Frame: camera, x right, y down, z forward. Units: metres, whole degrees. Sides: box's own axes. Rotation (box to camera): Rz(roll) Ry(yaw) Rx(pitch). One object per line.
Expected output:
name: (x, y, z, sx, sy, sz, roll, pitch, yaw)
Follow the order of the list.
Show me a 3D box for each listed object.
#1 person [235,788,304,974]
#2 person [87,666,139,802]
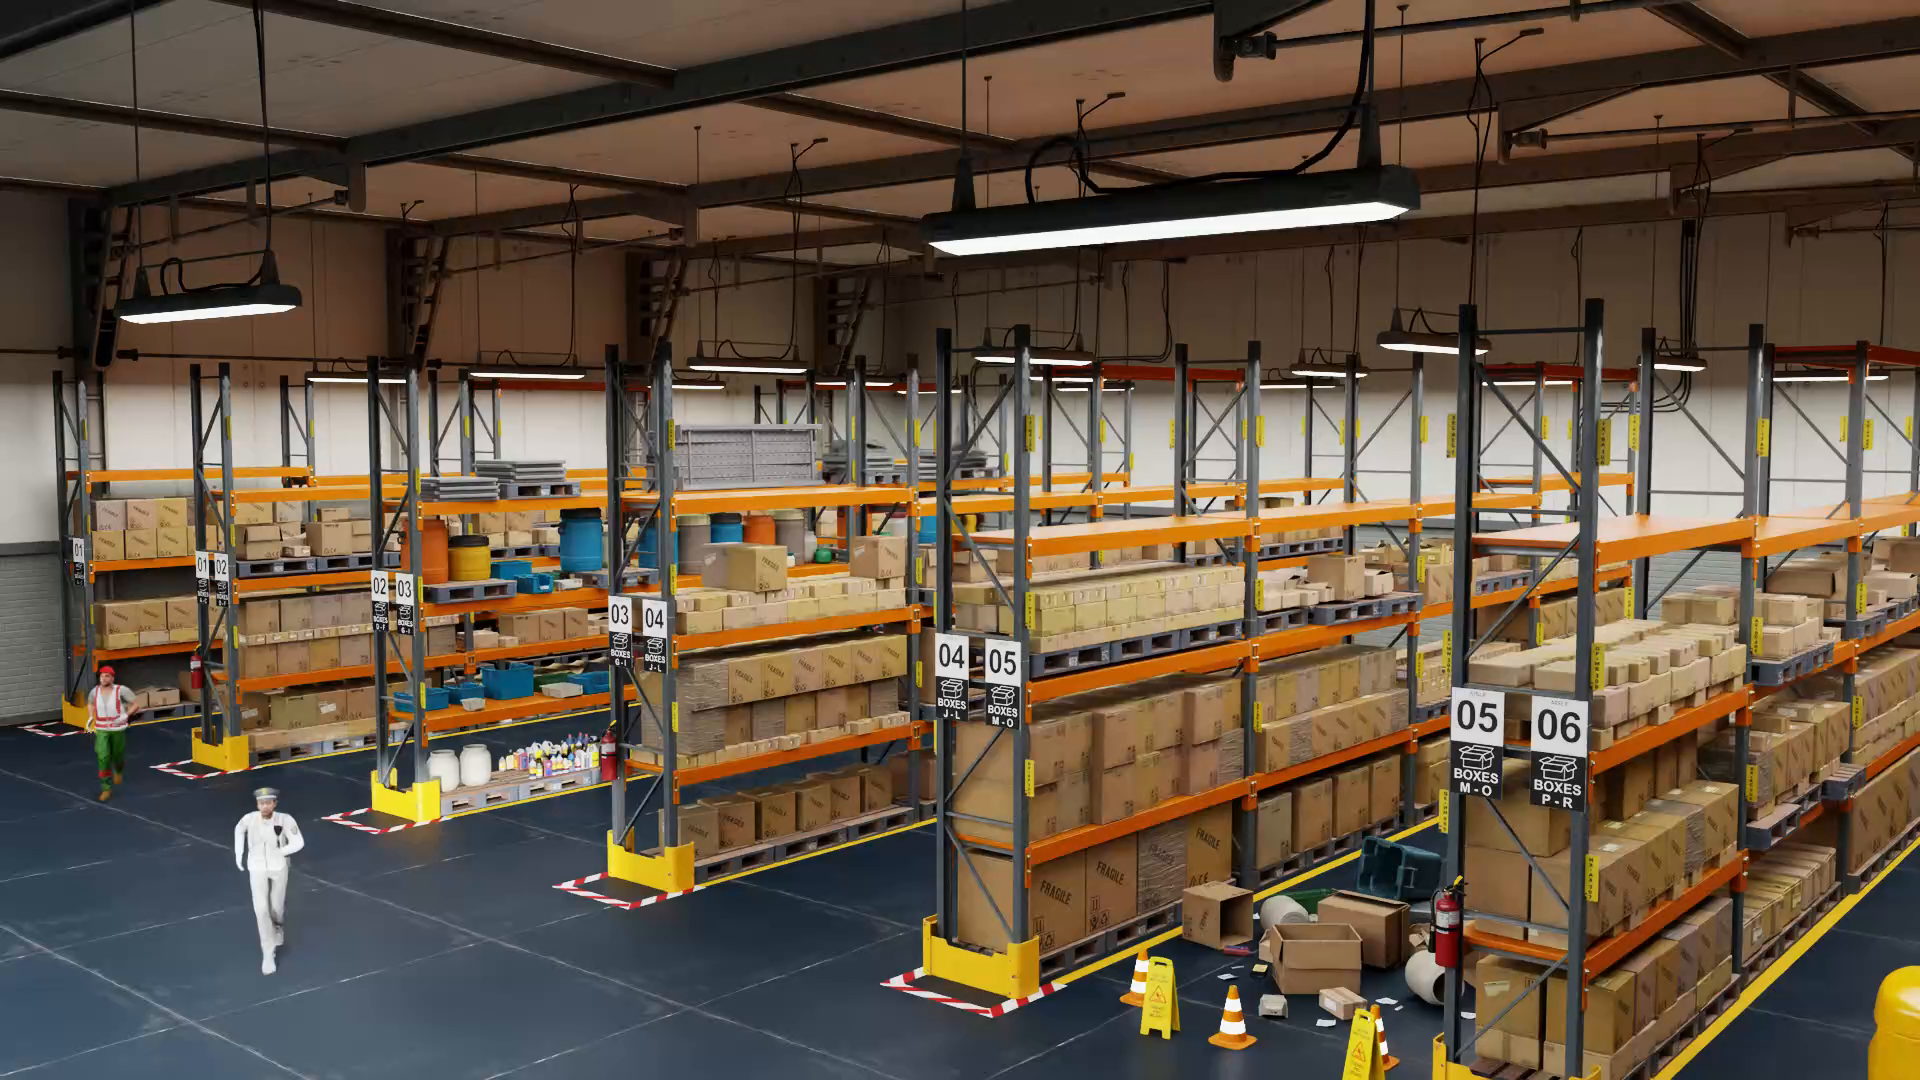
person: (-6.592, 3.181, 15.888, 0.634, 1.726, 0.911, -1, 4, -16)
person: (-11.636, 2.613, 22.858, 0.665, 1.802, 0.889, -1, 4, -14)
